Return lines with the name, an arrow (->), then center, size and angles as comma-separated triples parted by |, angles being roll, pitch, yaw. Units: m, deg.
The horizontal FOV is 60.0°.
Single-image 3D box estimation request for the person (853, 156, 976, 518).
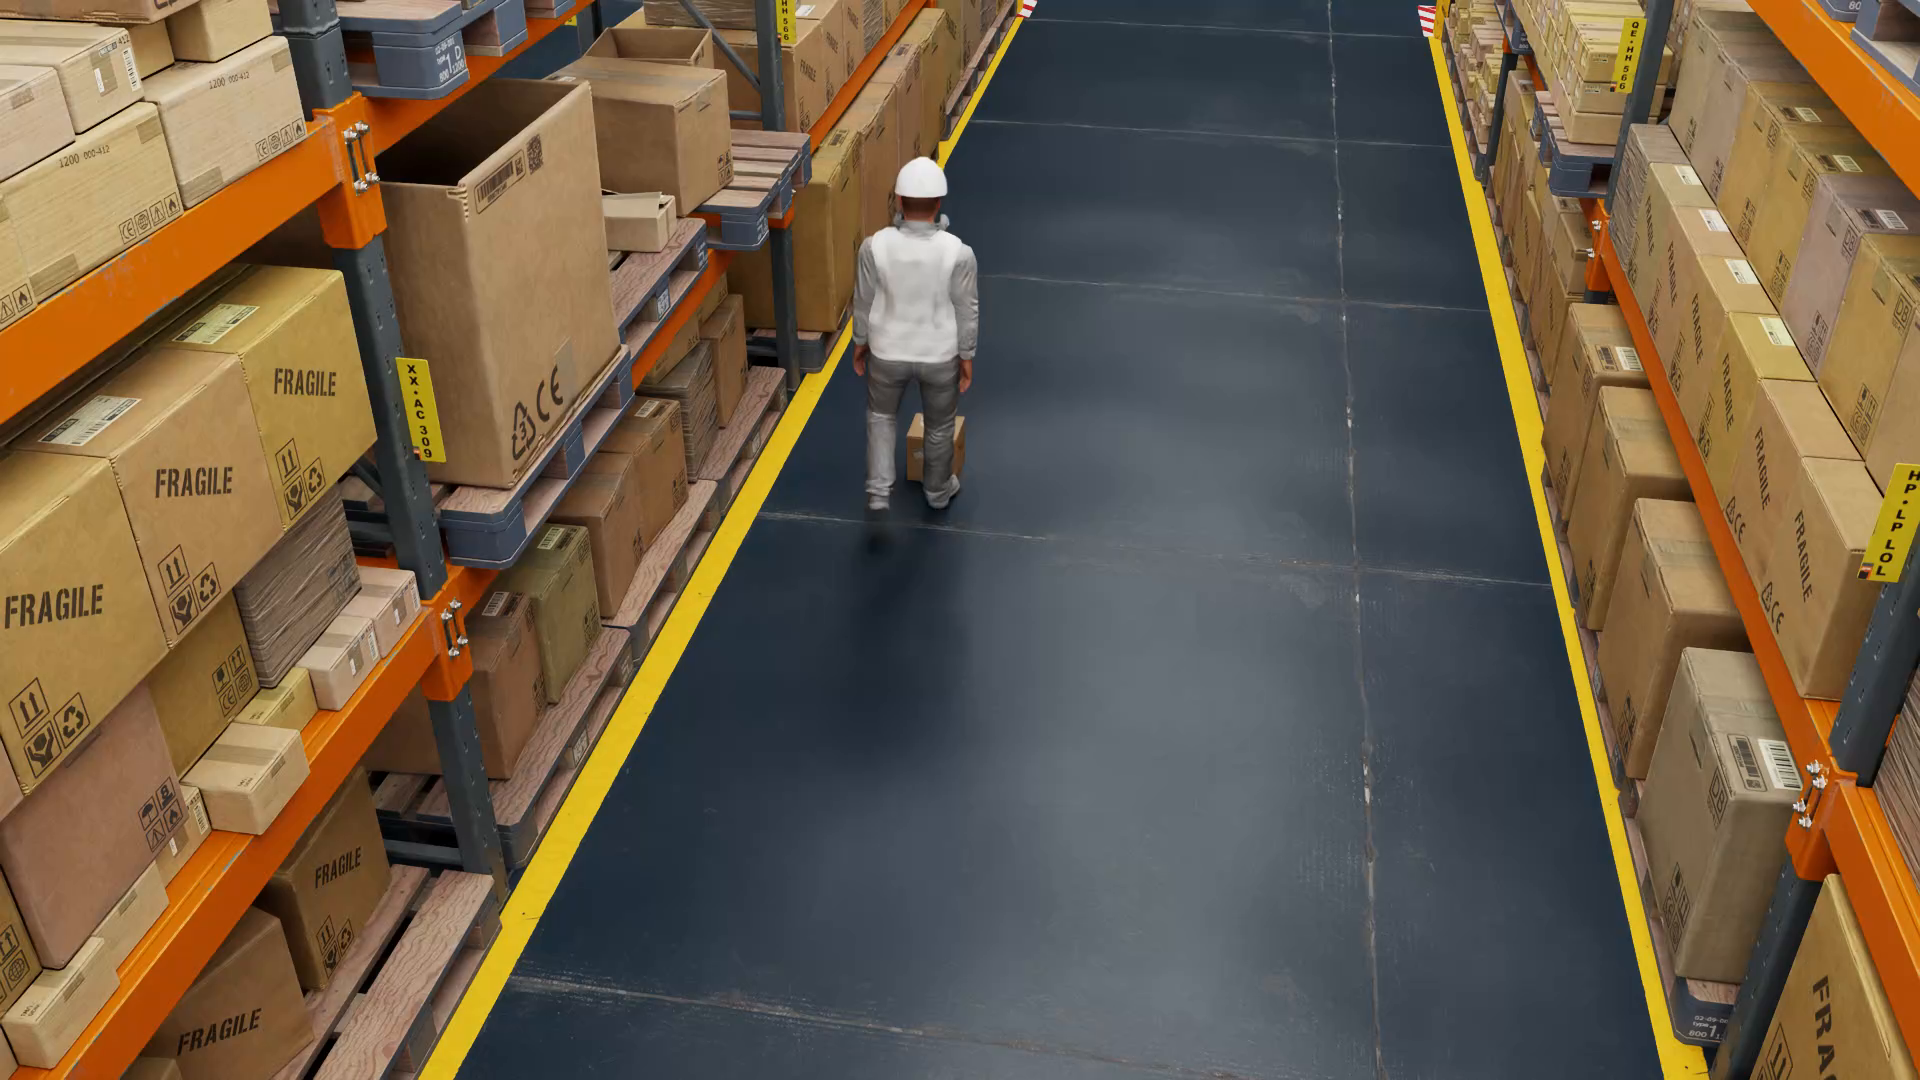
person -> -0.191, -0.870, 7.477 | 0.559, 1.776, 0.571 | 6, 33, 9
